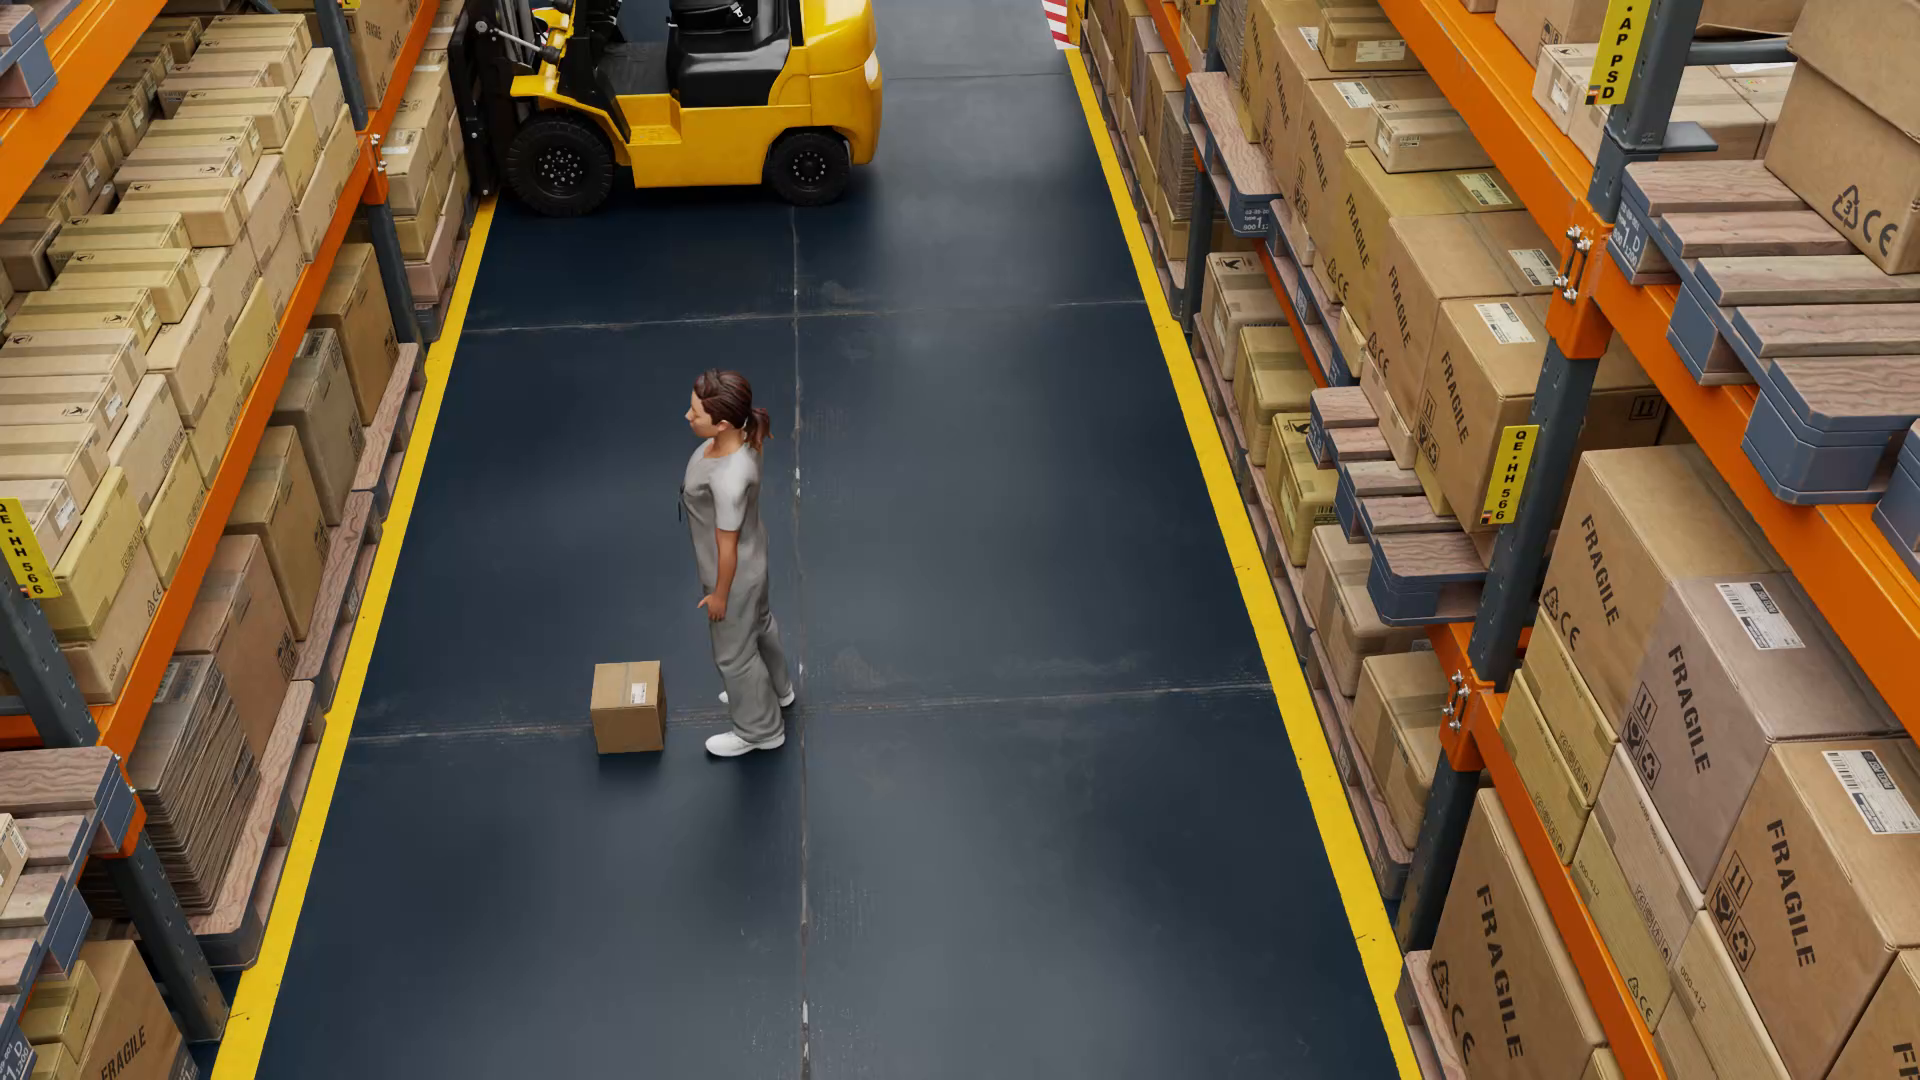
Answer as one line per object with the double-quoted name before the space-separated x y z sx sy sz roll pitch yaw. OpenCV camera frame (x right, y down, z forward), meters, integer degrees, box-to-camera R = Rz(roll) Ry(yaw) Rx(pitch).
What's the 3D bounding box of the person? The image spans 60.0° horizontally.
"person" -0.815 0.104 6.051 0.362 1.690 0.443 -2 39 -3
